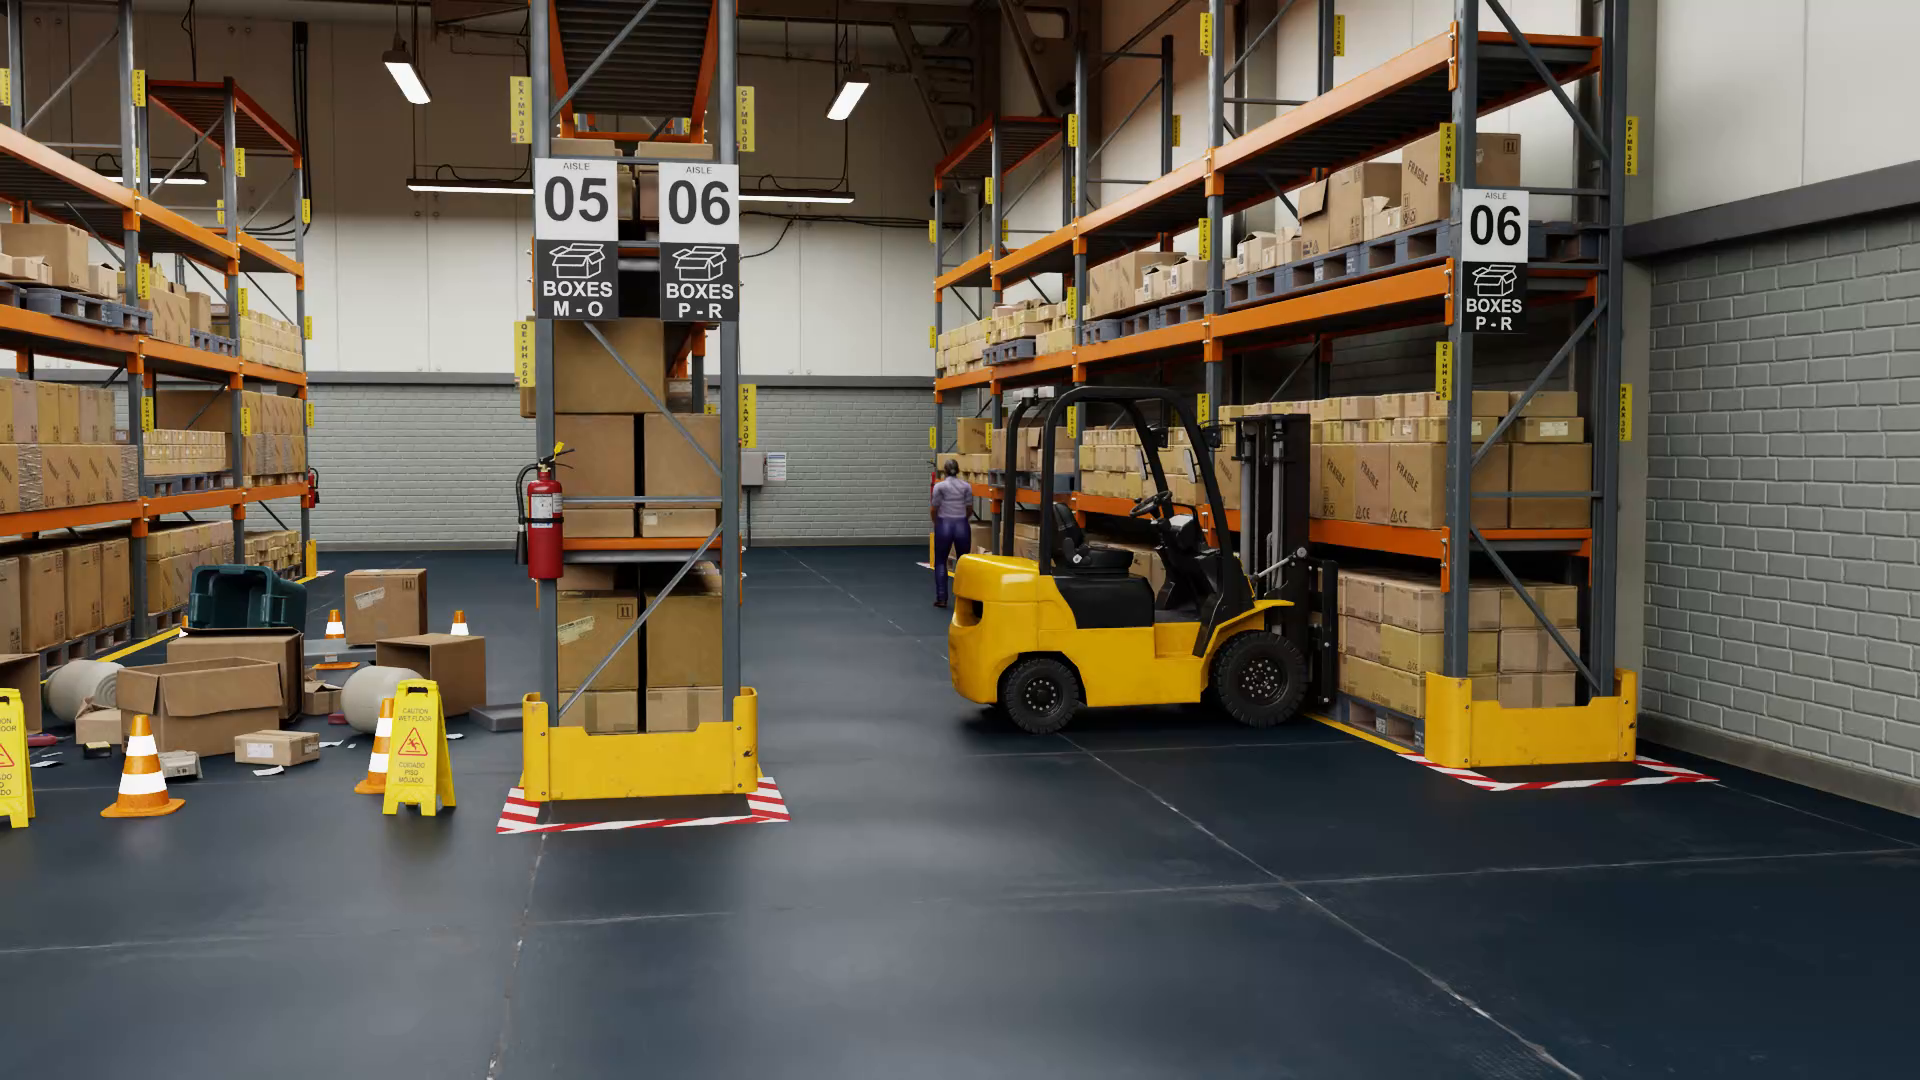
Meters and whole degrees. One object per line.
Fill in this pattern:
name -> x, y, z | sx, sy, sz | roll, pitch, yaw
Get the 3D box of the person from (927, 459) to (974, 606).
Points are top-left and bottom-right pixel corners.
person -> -0.097, -0.079, 18.654 | 0.563, 1.653, 0.326 | -1, 3, -14
